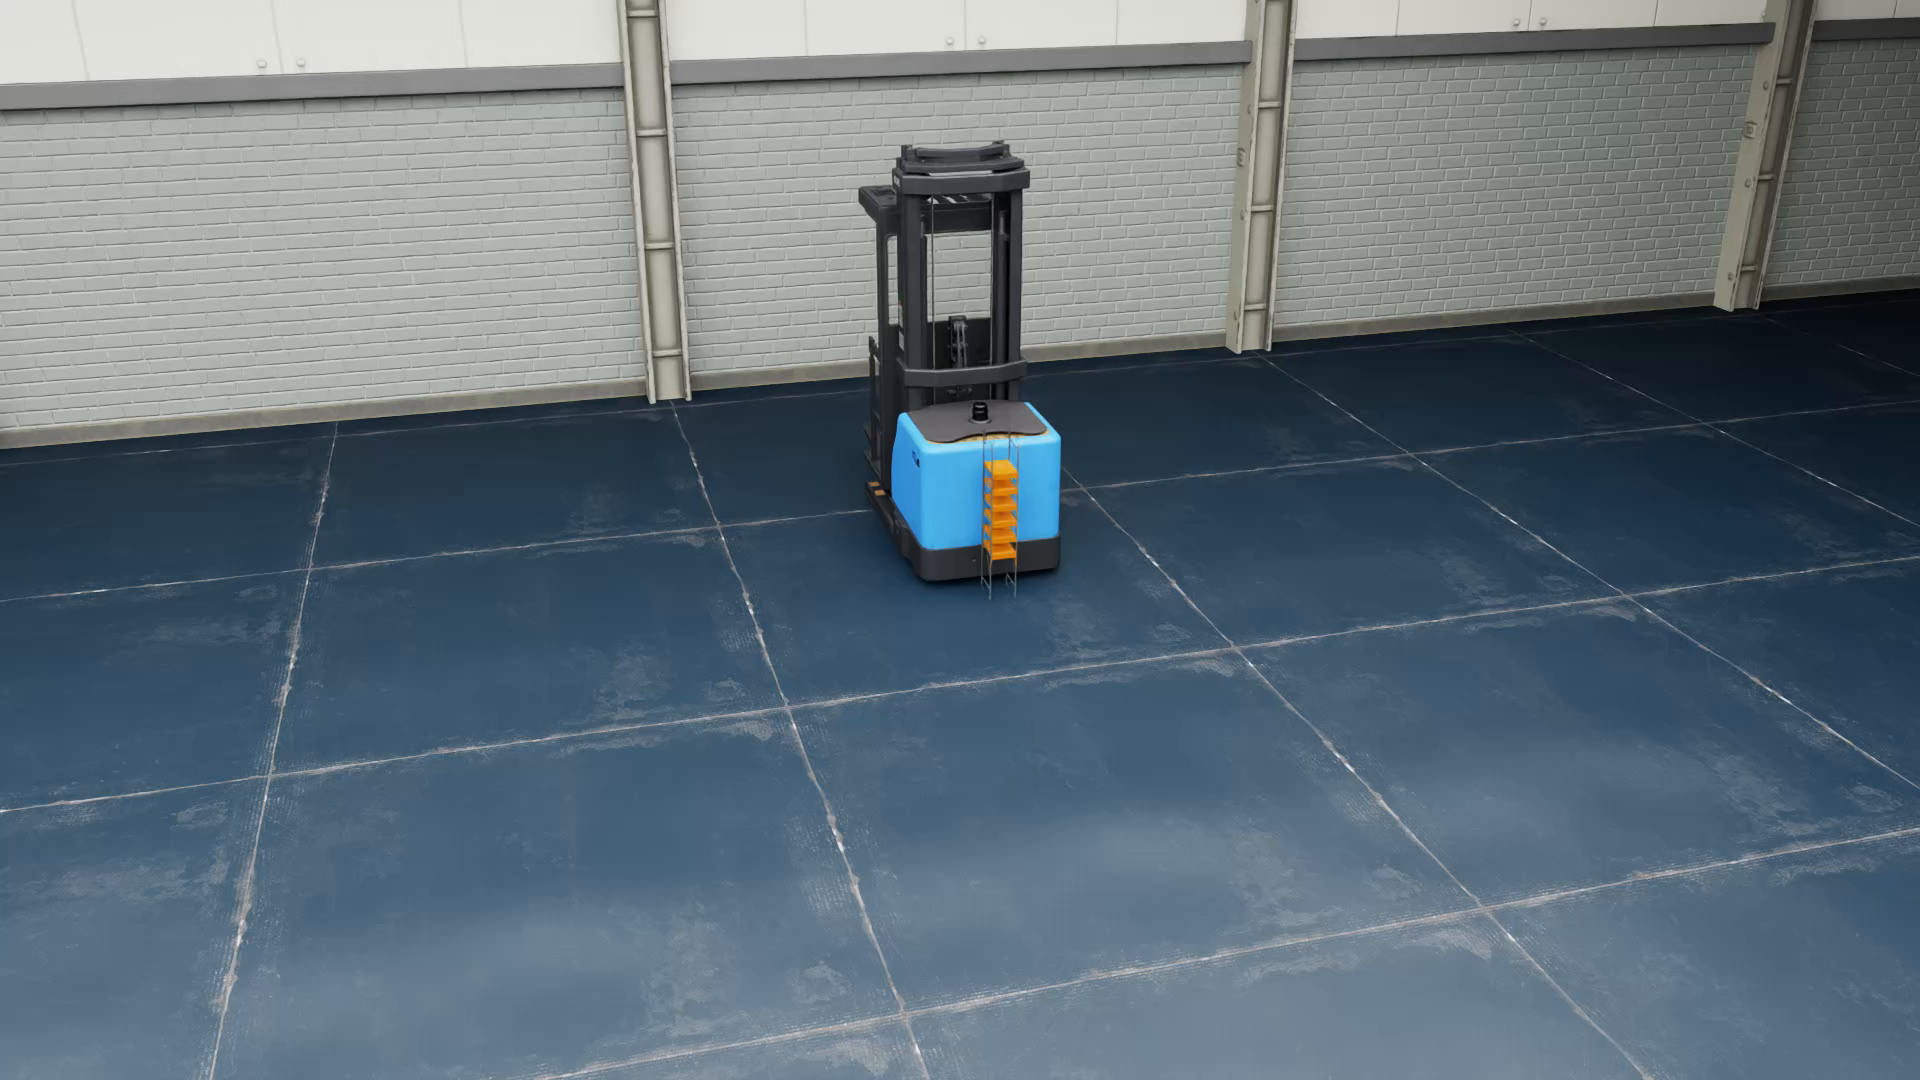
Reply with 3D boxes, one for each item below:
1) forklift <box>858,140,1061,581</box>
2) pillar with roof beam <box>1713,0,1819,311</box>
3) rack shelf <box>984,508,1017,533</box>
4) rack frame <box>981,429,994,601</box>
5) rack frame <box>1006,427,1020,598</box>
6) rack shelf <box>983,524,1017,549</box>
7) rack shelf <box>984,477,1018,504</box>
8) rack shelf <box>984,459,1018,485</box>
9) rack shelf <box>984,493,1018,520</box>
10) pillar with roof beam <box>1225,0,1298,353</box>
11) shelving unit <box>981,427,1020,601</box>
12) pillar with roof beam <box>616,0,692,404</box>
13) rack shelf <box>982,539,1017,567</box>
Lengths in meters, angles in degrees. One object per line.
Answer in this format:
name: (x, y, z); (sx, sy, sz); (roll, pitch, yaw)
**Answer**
forklift: (-0.138, -1.610, 12.715); (1.130, 2.935, 3.031); (-6, 24, -13)
pillar with roof beam: (9.943, -5.145, 13.258); (0.400, 9.000, 9.100); (-6, 24, -14)
rack shelf: (0.276, -0.136, 11.576); (0.180, 0.103, 0.258); (-6, 26, -14)
rack frame: (0.188, -0.167, 11.536); (0.006, 1.200, 0.240); (-6, 26, -14)
rack frame: (0.365, -0.185, 11.579); (0.006, 1.200, 0.240); (-6, 26, -14)
rack shelf: (0.275, -0.027, 11.627); (0.180, 0.103, 0.258); (-6, 26, -14)
rack shelf: (0.278, -0.353, 11.475); (0.180, 0.103, 0.258); (-6, 26, -14)
rack shelf: (0.279, -0.462, 11.424); (0.180, 0.103, 0.258); (-6, 26, -14)
rack shelf: (0.277, -0.244, 11.525); (0.180, 0.103, 0.258); (-6, 26, -14)
pillar with roof beam: (4.166, -4.506, 11.768); (0.400, 9.000, 9.100); (-6, 24, -14)
shelving unit: (0.277, -0.176, 11.557); (0.189, 1.200, 0.258); (-6, 26, -14)
pillar with roof beam: (-1.611, -3.866, 10.279); (0.400, 9.000, 9.100); (-6, 24, -14)
rack shelf: (0.274, 0.082, 11.678); (0.180, 0.103, 0.258); (-6, 26, -14)
